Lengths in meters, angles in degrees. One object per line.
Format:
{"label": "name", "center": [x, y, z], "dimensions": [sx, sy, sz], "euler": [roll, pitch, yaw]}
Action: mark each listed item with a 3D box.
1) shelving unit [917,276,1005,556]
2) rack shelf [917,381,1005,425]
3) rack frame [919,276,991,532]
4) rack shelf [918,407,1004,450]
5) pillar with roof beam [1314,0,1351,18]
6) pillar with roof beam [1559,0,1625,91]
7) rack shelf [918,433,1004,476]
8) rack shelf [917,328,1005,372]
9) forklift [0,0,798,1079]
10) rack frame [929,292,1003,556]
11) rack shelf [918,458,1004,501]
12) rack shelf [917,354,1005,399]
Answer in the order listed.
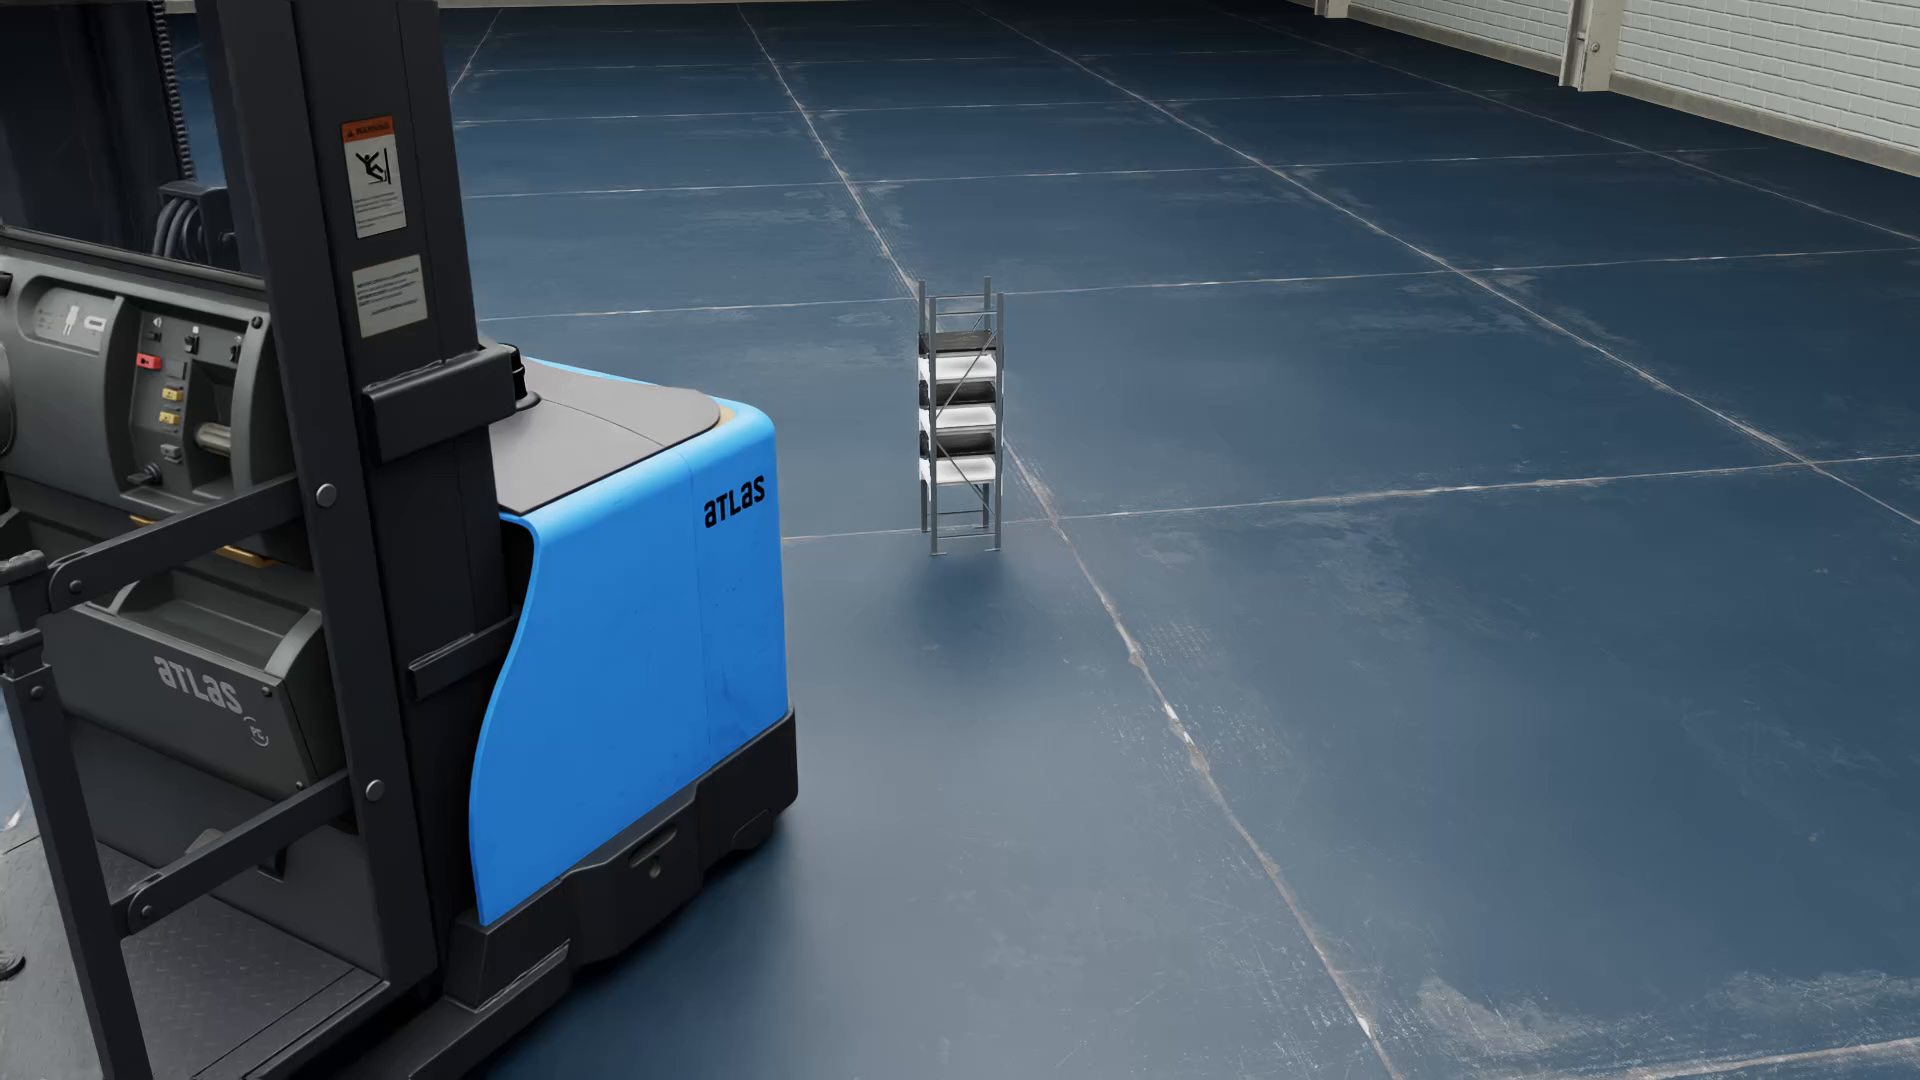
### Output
{"label": "shelving unit", "center": [0.001, -0.409, 5.563], "dimensions": [0.258, 0.900, 0.210], "euler": [-4, 24, -10]}
{"label": "rack shelf", "center": [0.001, -0.461, 5.540], "dimensions": [0.258, 0.077, 0.200], "euler": [-4, 24, -10]}
{"label": "rack frame", "center": [-0.017, -0.449, 5.654], "dimensions": [0.240, 0.900, 0.006], "euler": [-4, 24, -10]}
{"label": "rack shelf", "center": [0.001, -0.379, 5.576], "dimensions": [0.258, 0.077, 0.200], "euler": [-4, 24, -10]}
{"label": "pillar with roof beam", "center": [0.387, -10.312, 18.118], "dimensions": [9.100, 9.000, 0.400], "euler": [-4, 24, -10]}
{"label": "pillar with roof beam", "center": [1.496, -7.952, 12.714], "dimensions": [9.100, 9.000, 0.400], "euler": [-4, 24, -10]}
{"label": "rack shelf", "center": [0.001, -0.296, 5.612], "dimensions": [0.258, 0.077, 0.200], "euler": [-4, 24, -10]}
{"label": "rack shelf", "center": [0.001, -0.626, 5.468], "dimensions": [0.258, 0.077, 0.200], "euler": [-4, 24, -10]}
{"label": "forklift", "center": [-1.597, -0.254, 2.669], "dimensions": [1.130, 2.935, 3.031], "euler": [14, 27, 28]}
{"label": "rack frame", "center": [0.020, -0.369, 5.471], "dimensions": [0.240, 0.900, 0.006], "euler": [-4, 24, -10]}
{"label": "rack shelf", "center": [0.001, -0.214, 5.648], "dimensions": [0.258, 0.077, 0.200], "euler": [-4, 24, -10]}
{"label": "rack shelf", "center": [0.001, -0.544, 5.504], "dimensions": [0.258, 0.077, 0.200], "euler": [-4, 24, -10]}
